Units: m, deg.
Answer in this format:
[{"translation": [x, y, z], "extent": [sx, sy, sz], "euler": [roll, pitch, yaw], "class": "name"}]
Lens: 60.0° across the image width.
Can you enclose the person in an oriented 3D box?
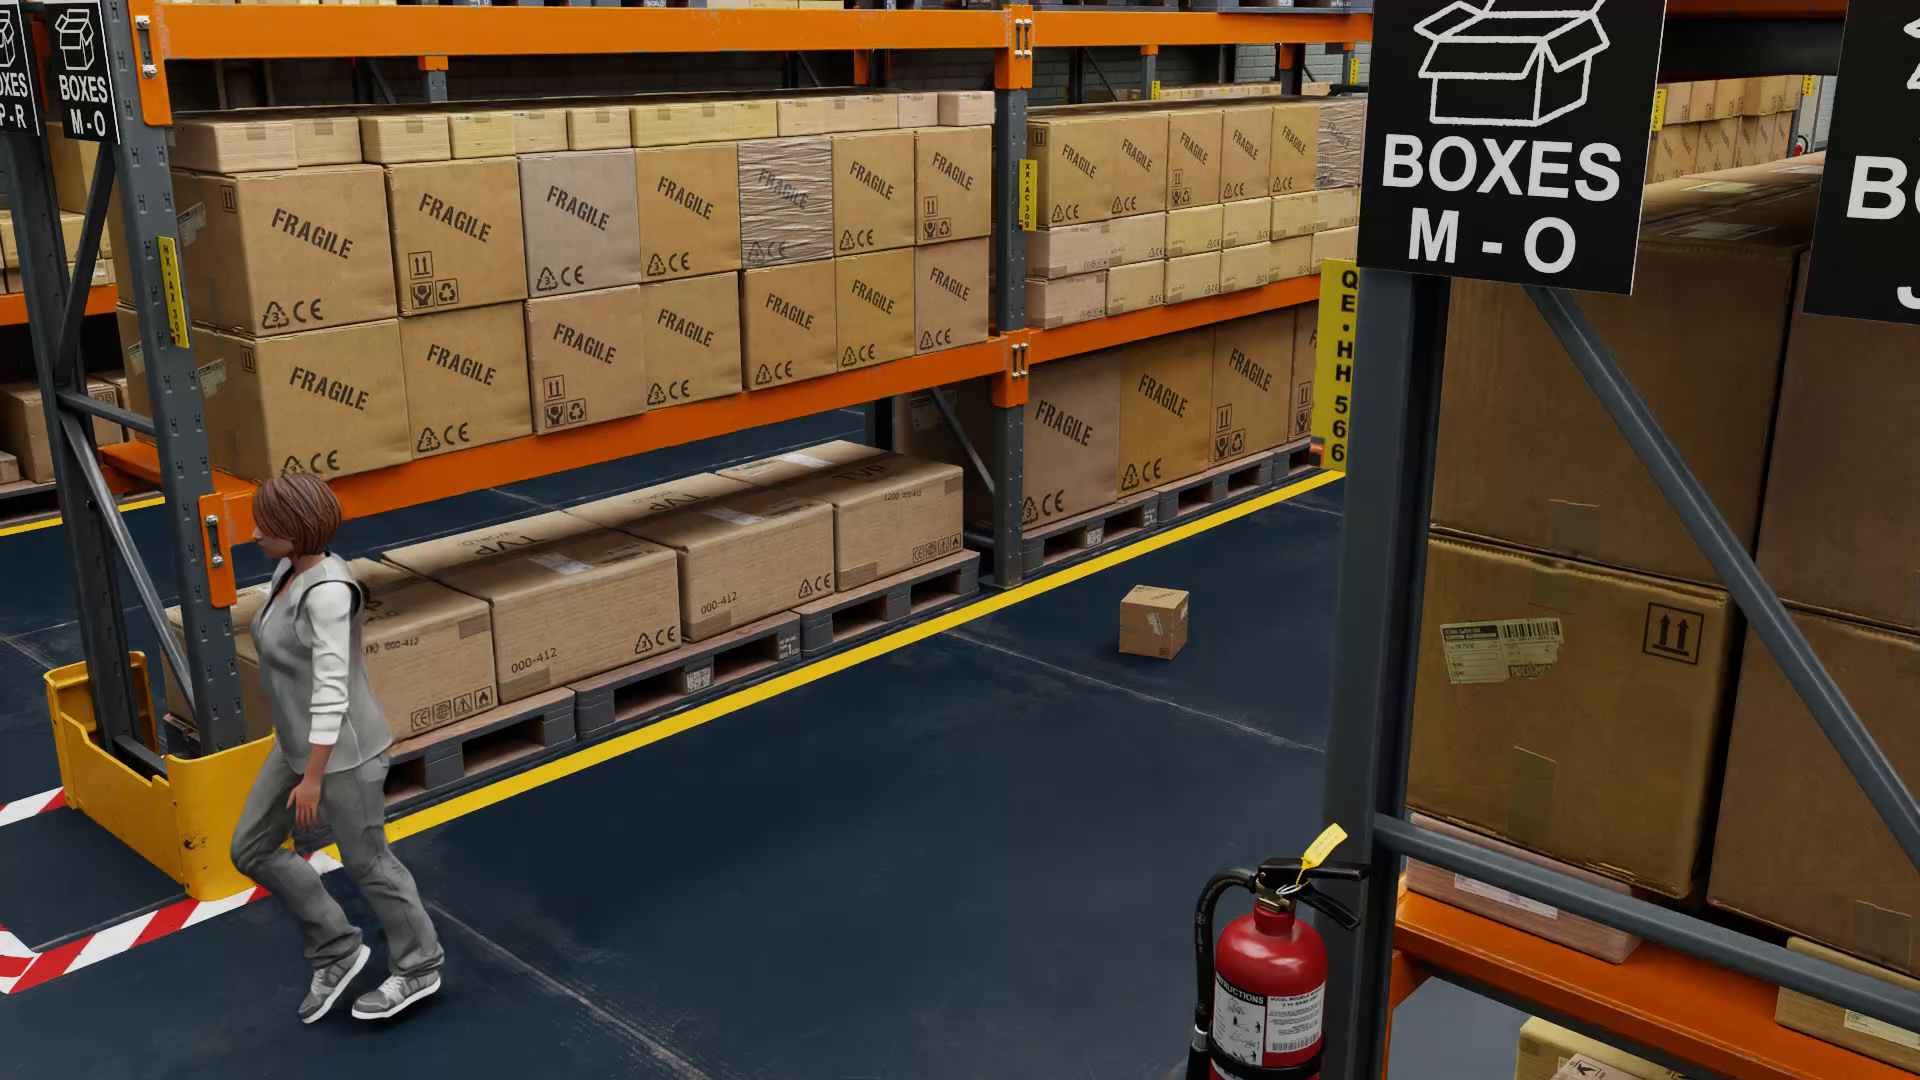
[{"translation": [-1.748, 0.601, 4.577], "extent": [0.508, 1.612, 0.459], "euler": [-13, 21, -36], "class": "person"}]
